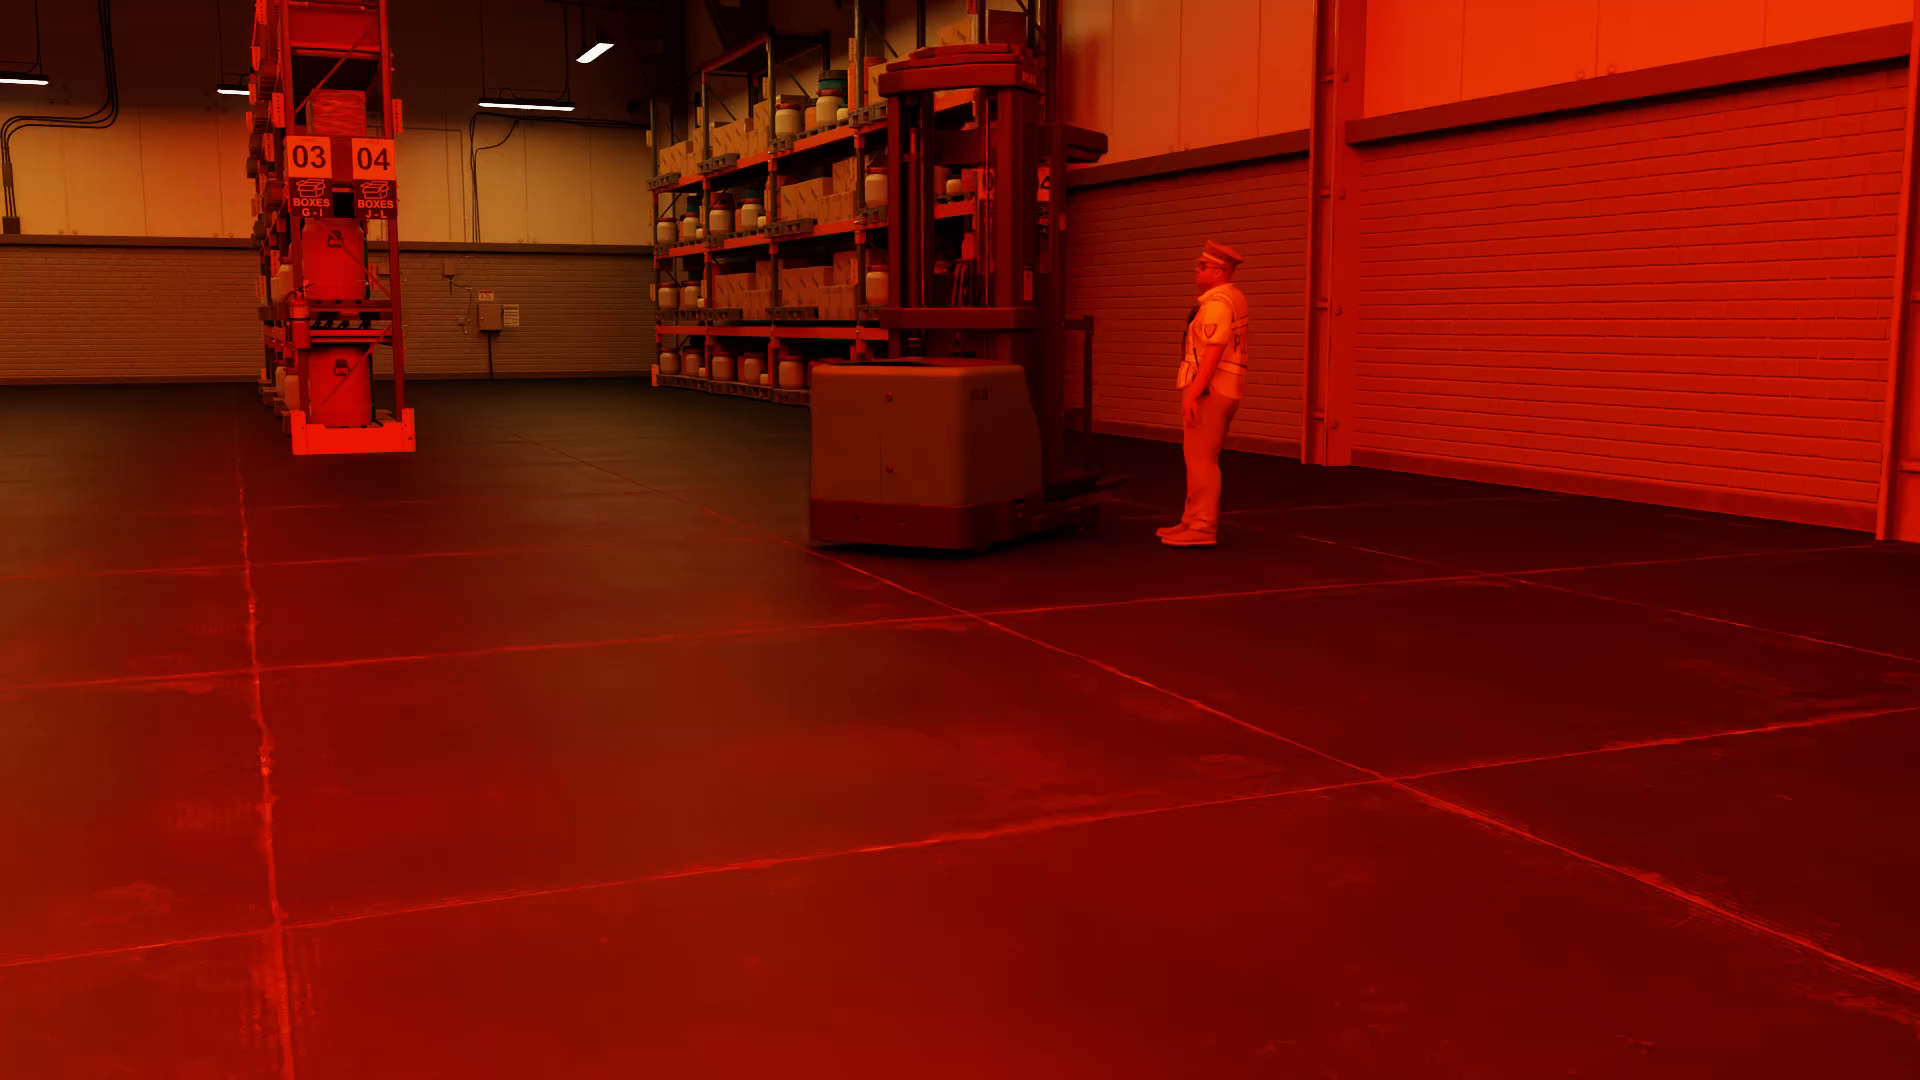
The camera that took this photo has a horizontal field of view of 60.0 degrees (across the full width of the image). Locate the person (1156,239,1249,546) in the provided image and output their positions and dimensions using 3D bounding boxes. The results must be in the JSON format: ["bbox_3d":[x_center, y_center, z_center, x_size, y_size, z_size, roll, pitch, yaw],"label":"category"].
[{"bbox_3d":[1.383,-0.853,9.739,0.574,1.781,0.640,3,8,20],"label":"person"}]

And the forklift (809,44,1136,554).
[{"bbox_3d":[0.257,-1.531,10.551,1.130,2.935,3.031,4,8,28],"label":"forklift"}]
